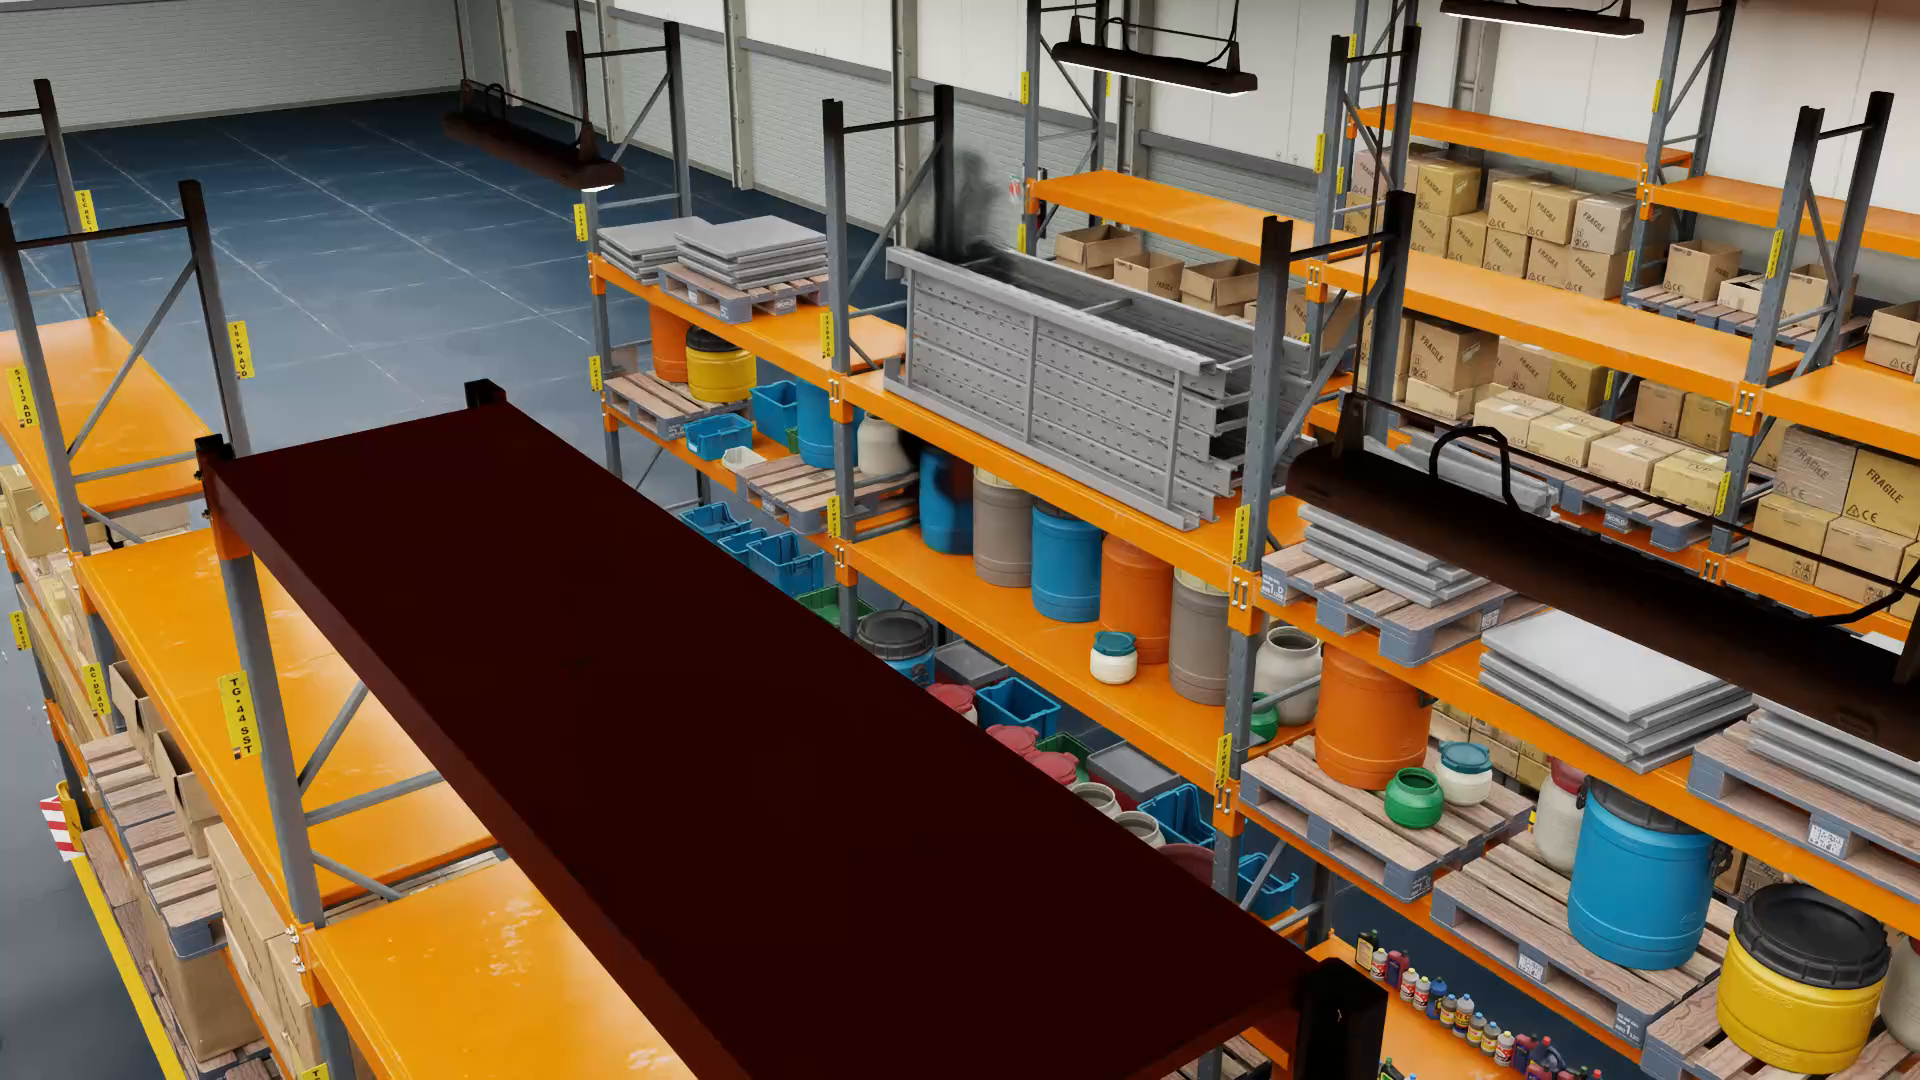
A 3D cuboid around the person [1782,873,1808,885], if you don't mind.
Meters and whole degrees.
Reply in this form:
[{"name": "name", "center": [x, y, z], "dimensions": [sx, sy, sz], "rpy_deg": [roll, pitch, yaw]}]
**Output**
[{"name": "person", "center": [5.503, 2.831, 10.923], "dimensions": [0.632, 1.662, 0.641], "rpy_deg": [20, 31, 36]}]
